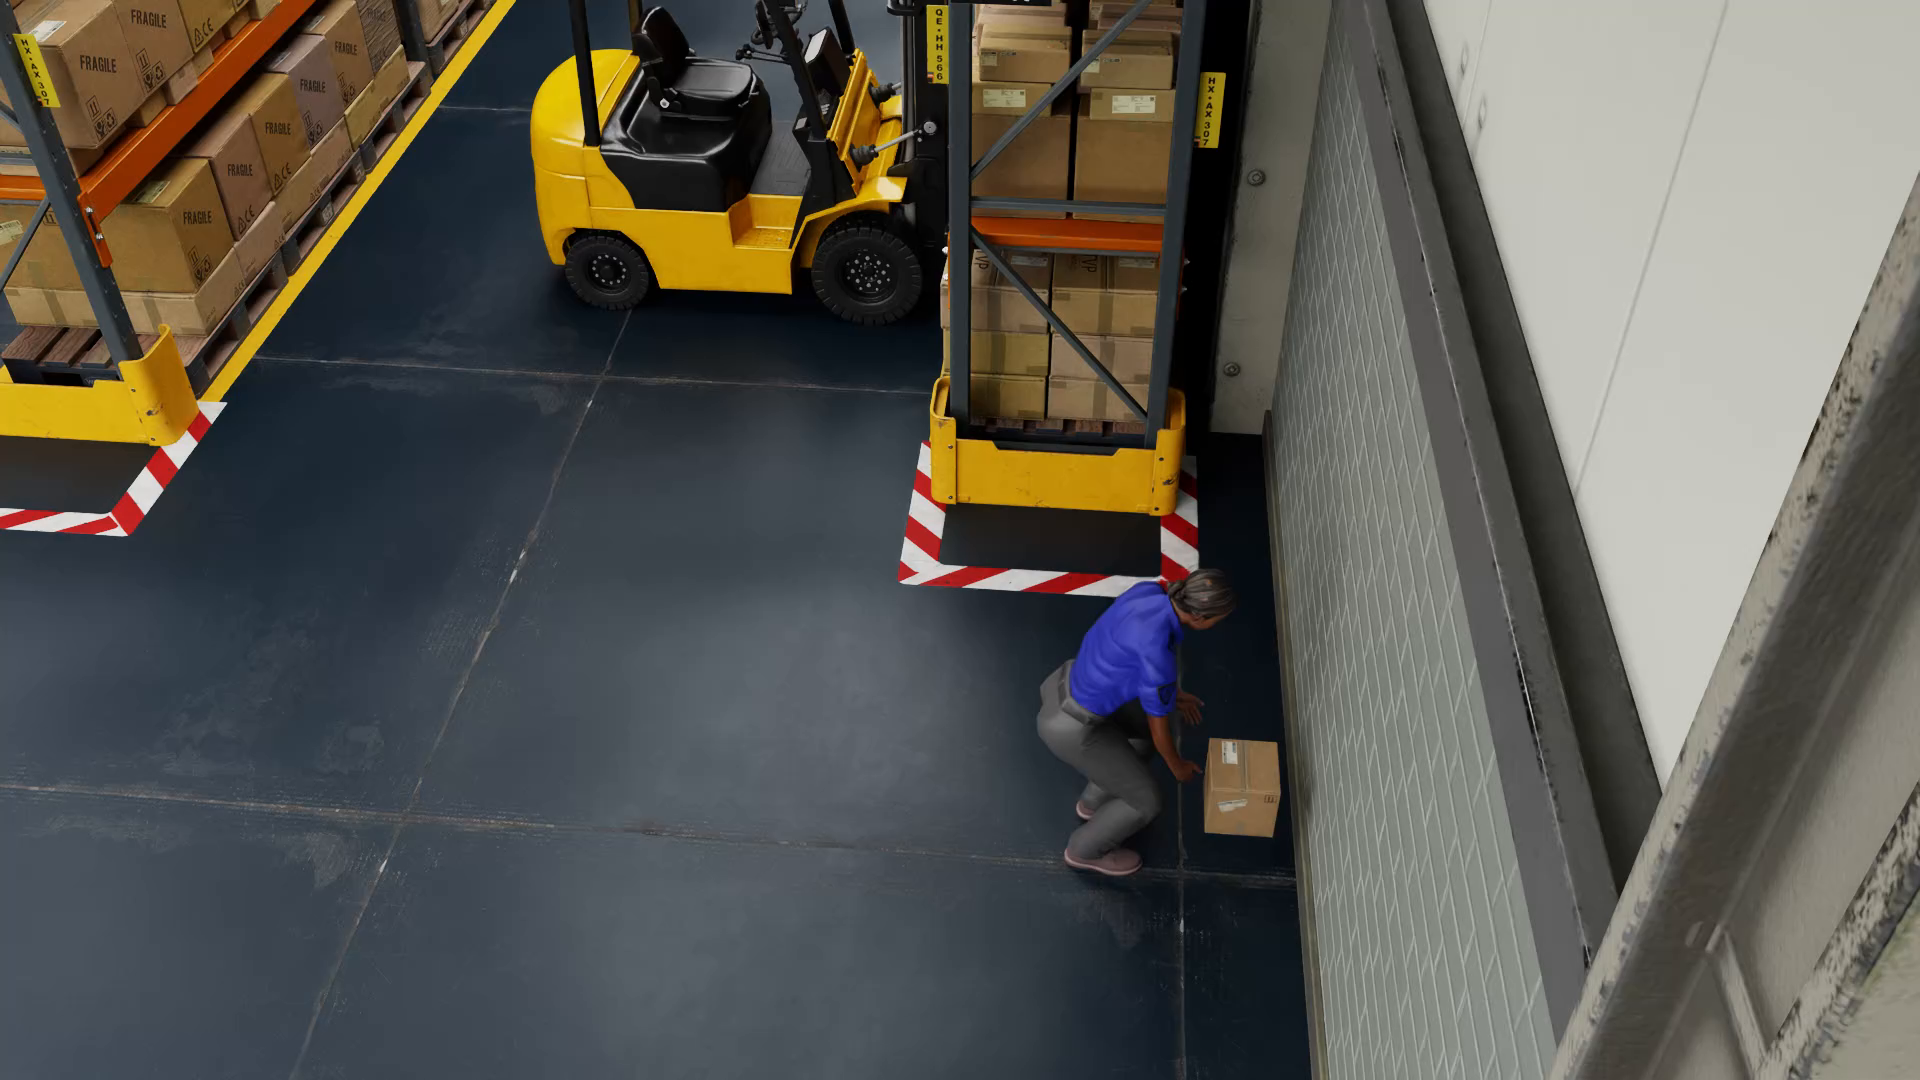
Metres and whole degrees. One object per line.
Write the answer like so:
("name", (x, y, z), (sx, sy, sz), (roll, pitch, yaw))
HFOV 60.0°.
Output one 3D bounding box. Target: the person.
("person", (0.626, 0.681, 6.034), (0.726, 1.168, 0.500), (3, 40, 4))
